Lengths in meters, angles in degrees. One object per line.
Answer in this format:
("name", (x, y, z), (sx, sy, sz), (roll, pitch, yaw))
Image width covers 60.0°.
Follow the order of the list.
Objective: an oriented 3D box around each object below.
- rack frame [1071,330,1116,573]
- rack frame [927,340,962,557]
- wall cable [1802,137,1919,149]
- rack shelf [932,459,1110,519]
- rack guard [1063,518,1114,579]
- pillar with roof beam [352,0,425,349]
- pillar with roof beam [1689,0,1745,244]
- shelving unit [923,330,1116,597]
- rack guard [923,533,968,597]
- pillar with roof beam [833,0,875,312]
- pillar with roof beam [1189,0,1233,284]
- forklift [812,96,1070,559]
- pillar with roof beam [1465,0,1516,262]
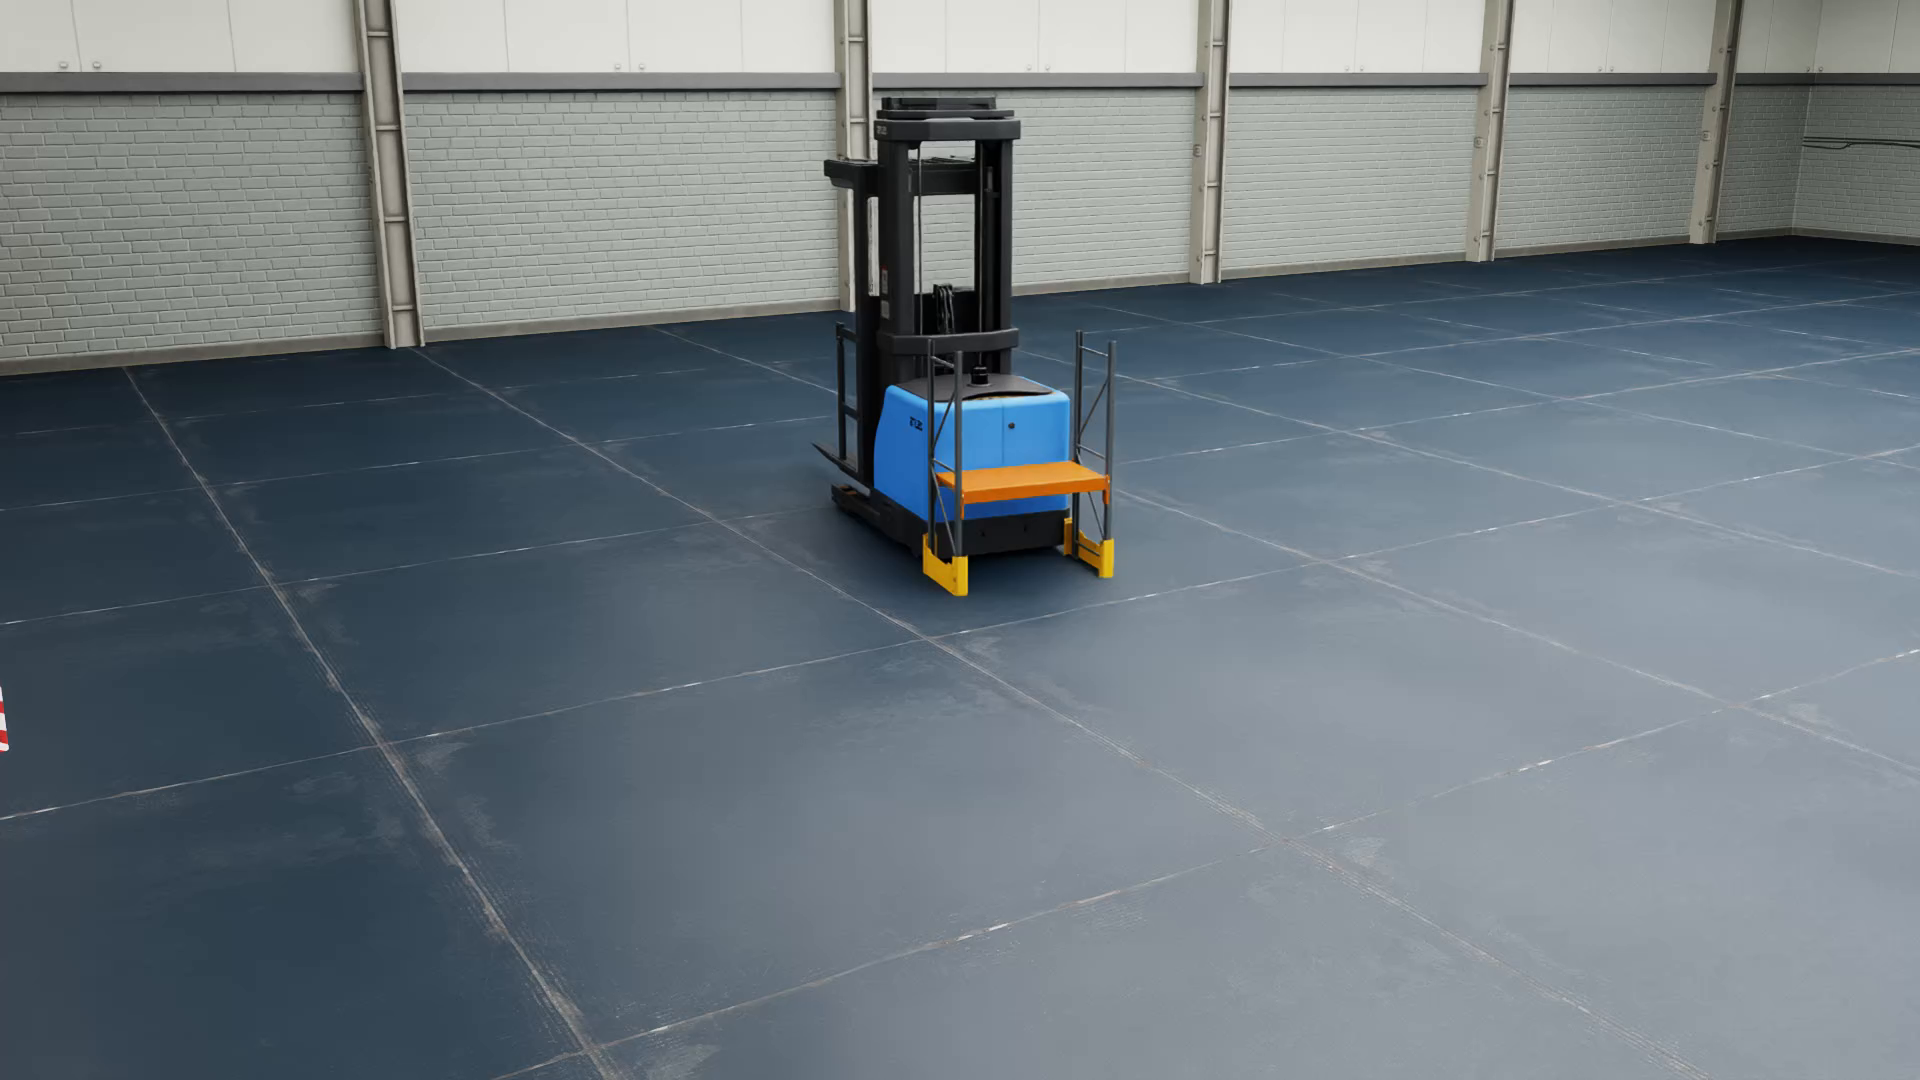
("rack frame", (0.847, -0.553, 10.602), (0.032, 1.500, 0.500), (-6, 17, -21))
("rack frame", (-0.095, -0.450, 10.234), (0.032, 1.500, 0.500), (-6, 17, -21))
("wall cable", (17.245, -8.566, 31.048), (0.112, 2.526, 3.097), (-9, 18, -30))
("rack shelf", (0.376, -0.328, 10.467), (1.000, 0.185, 0.538), (-6, 17, -21))
("rack guard", (0.829, 0.051, 10.764), (0.087, 0.250, 0.587), (-6, 17, -21))
("pillar with roof beam", (-4.317, -5.625, 14.805), (0.400, 9.000, 9.100), (-9, 18, -30))
("pillar with roof beam", (16.256, -8.961, 26.706), (0.400, 9.000, 9.100), (-9, 18, -30))
("shelving unit", (0.367, -0.500, 10.415), (1.083, 1.500, 0.587), (-6, 17, -21))
("rack guard", (-0.094, 0.152, 10.404), (0.087, 0.250, 0.587), (-6, 17, -21))
("pillar with roof beam", (0.827, -6.459, 17.780), (0.400, 9.000, 9.100), (-9, 18, -30))
("pillar with roof beam", (5.970, -7.293, 20.756), (0.400, 9.000, 9.100), (-9, 18, -30))
("forklift", (-0.300, -1.642, 11.838), (1.130, 2.935, 3.031), (-6, 17, -22))
("pillar with roof beam", (11.113, -8.127, 23.731), (0.400, 9.000, 9.100), (-9, 18, -30))
